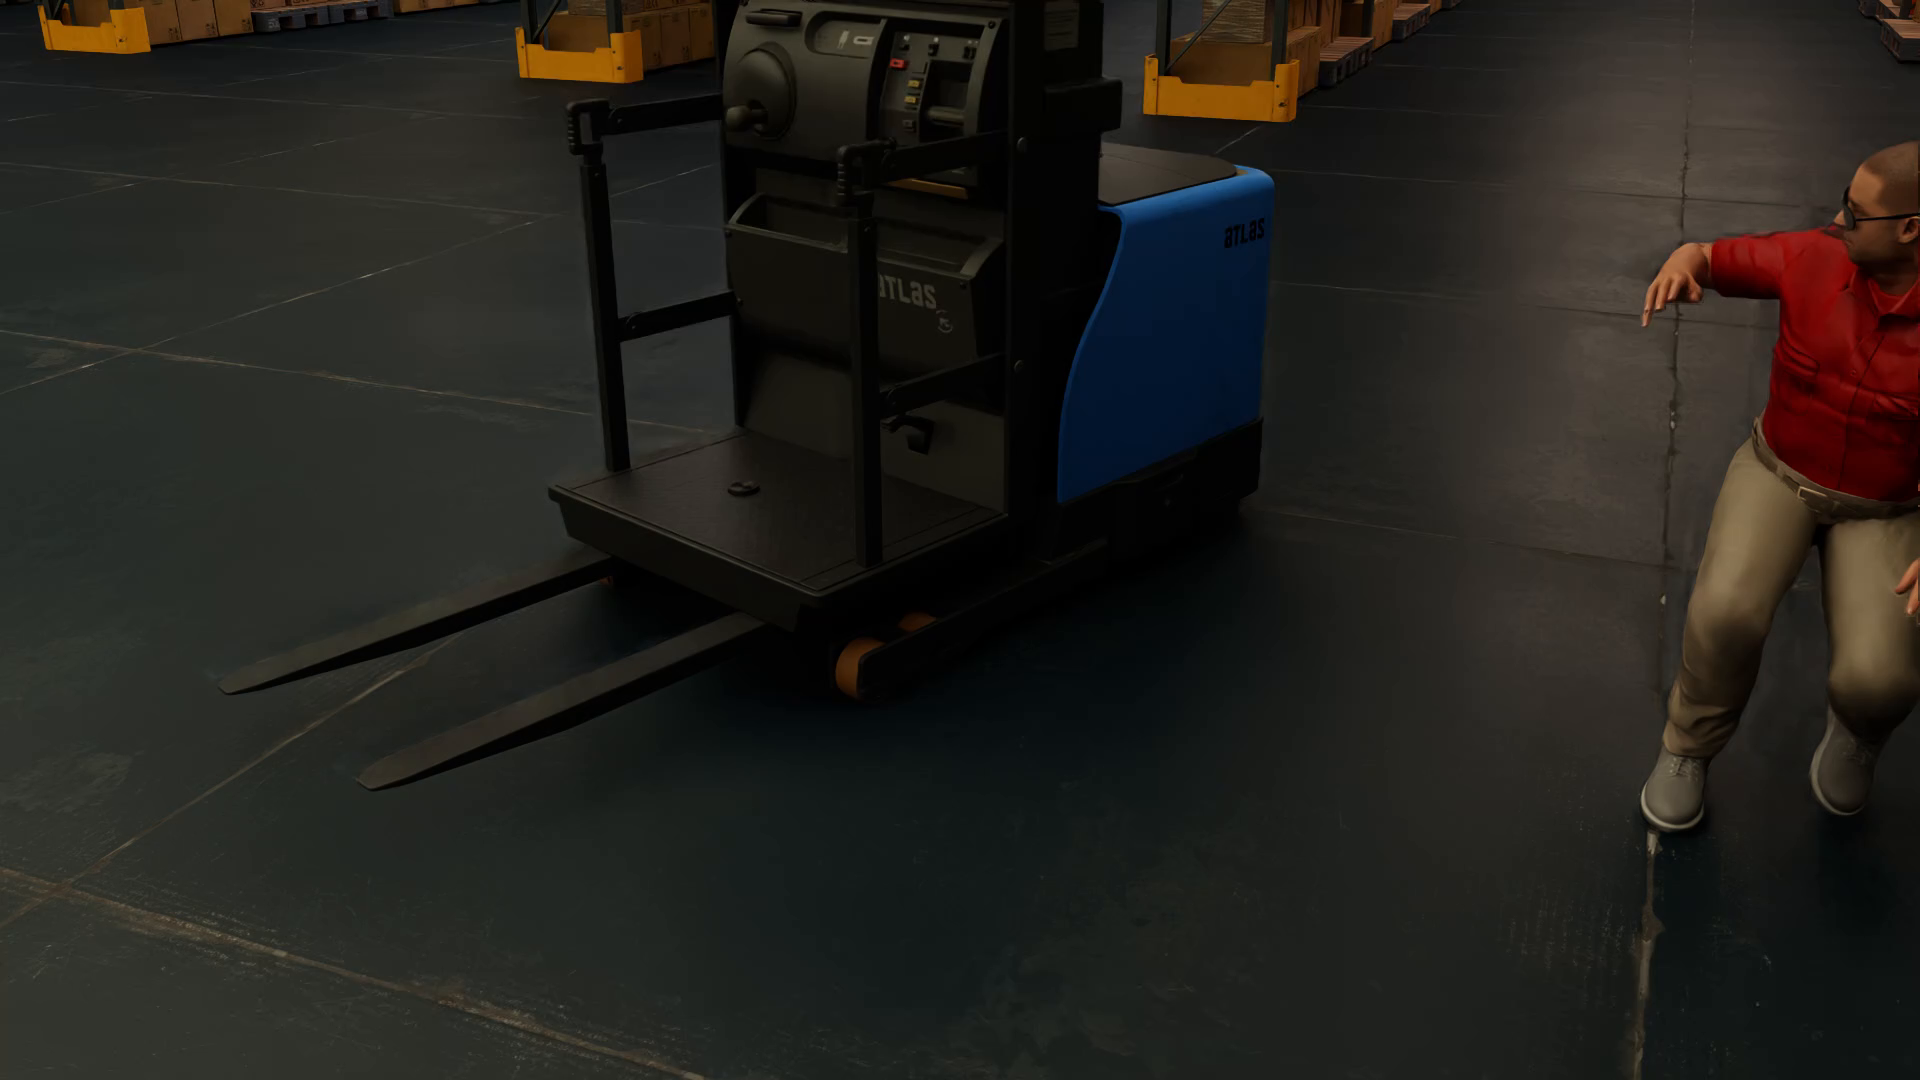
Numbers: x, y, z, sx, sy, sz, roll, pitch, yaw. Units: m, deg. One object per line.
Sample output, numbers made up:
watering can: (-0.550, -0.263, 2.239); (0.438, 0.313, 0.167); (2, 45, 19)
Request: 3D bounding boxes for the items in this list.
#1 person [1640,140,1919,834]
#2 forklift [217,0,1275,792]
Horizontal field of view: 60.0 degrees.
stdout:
person: (1.680, -0.044, 3.315); (0.787, 1.474, 0.978); (16, 28, 33)
forklift: (-0.409, -1.167, 4.083); (1.130, 2.935, 3.031); (19, 29, 38)
